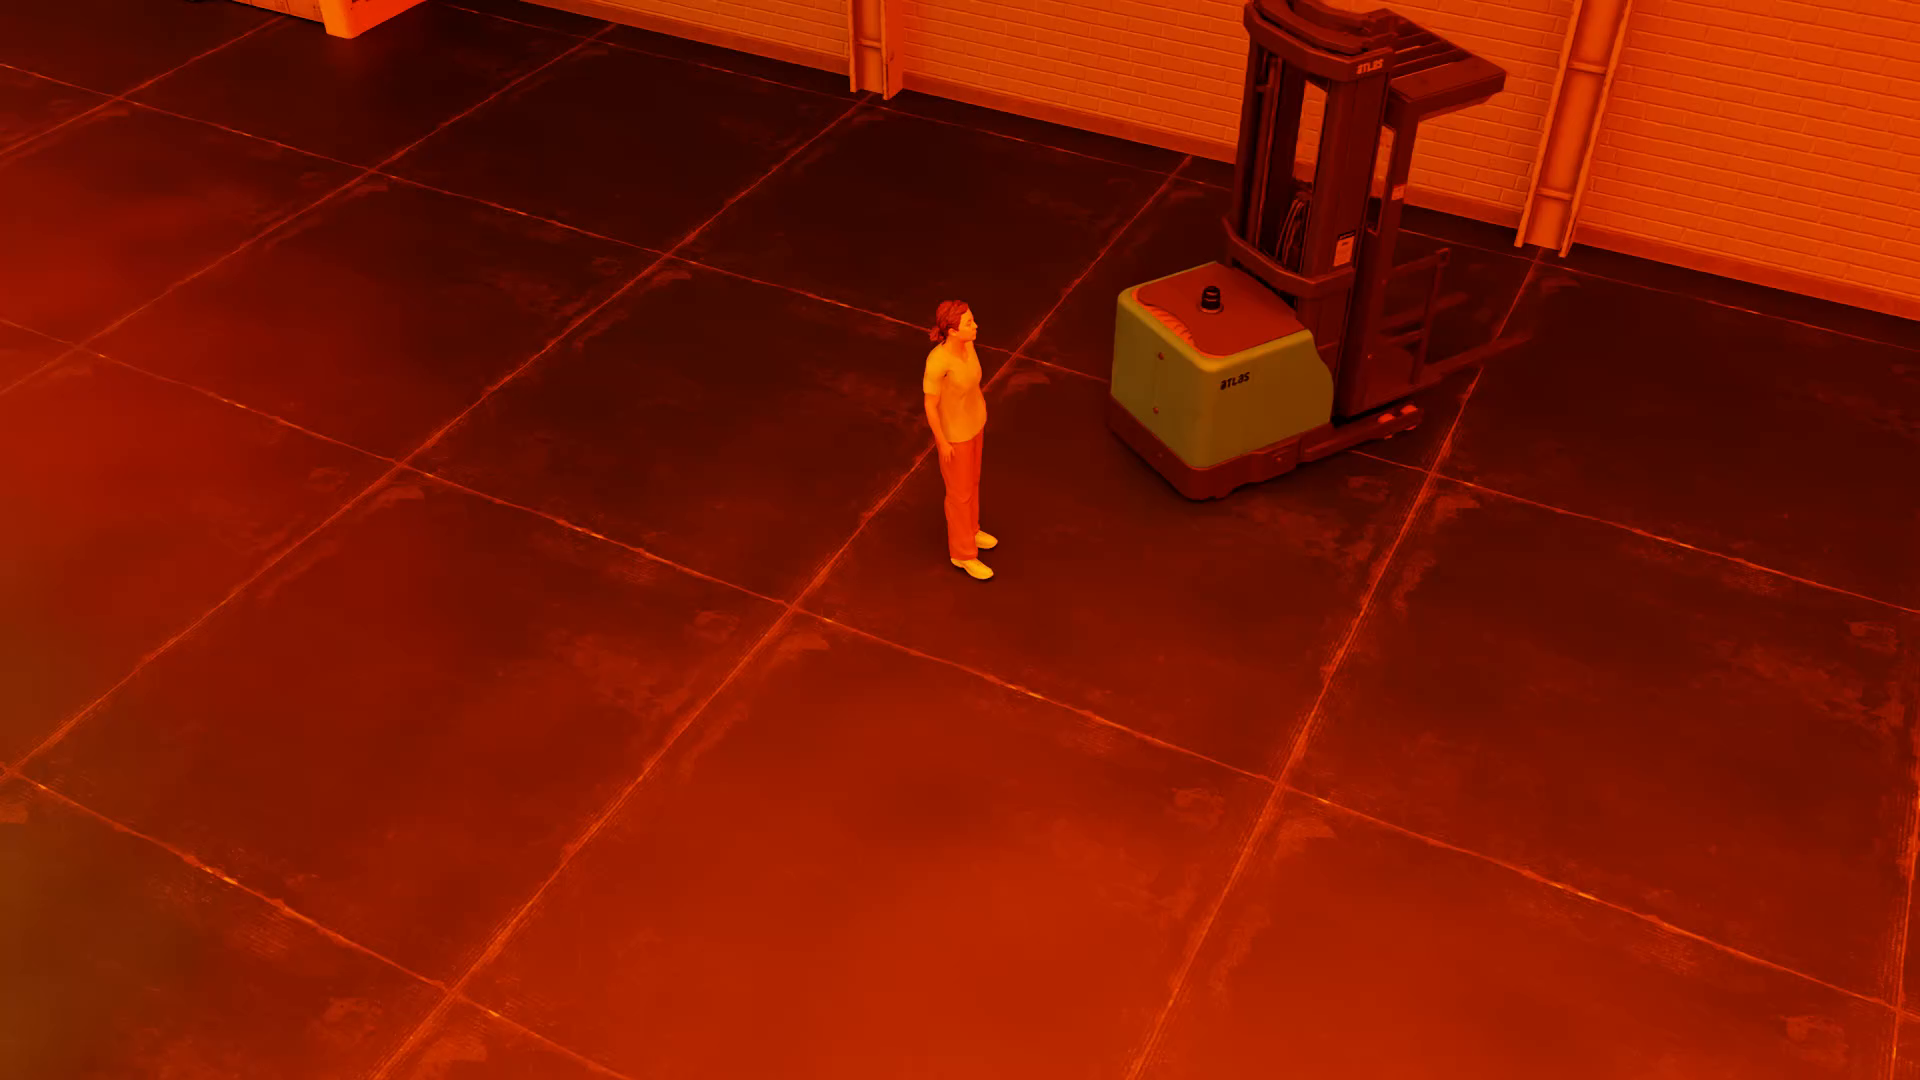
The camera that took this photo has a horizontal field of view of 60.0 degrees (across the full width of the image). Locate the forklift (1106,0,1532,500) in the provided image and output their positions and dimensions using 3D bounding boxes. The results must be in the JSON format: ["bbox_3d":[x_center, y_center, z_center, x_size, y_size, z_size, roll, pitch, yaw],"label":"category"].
[{"bbox_3d":[2.511,-2.069,10.443,3.031,2.935,1.130,-20,44,-22],"label":"forklift"}]

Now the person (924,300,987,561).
[{"bbox_3d":[0.011,-0.667,9.690,0.428,1.609,0.536,18,43,21],"label":"person"}]
